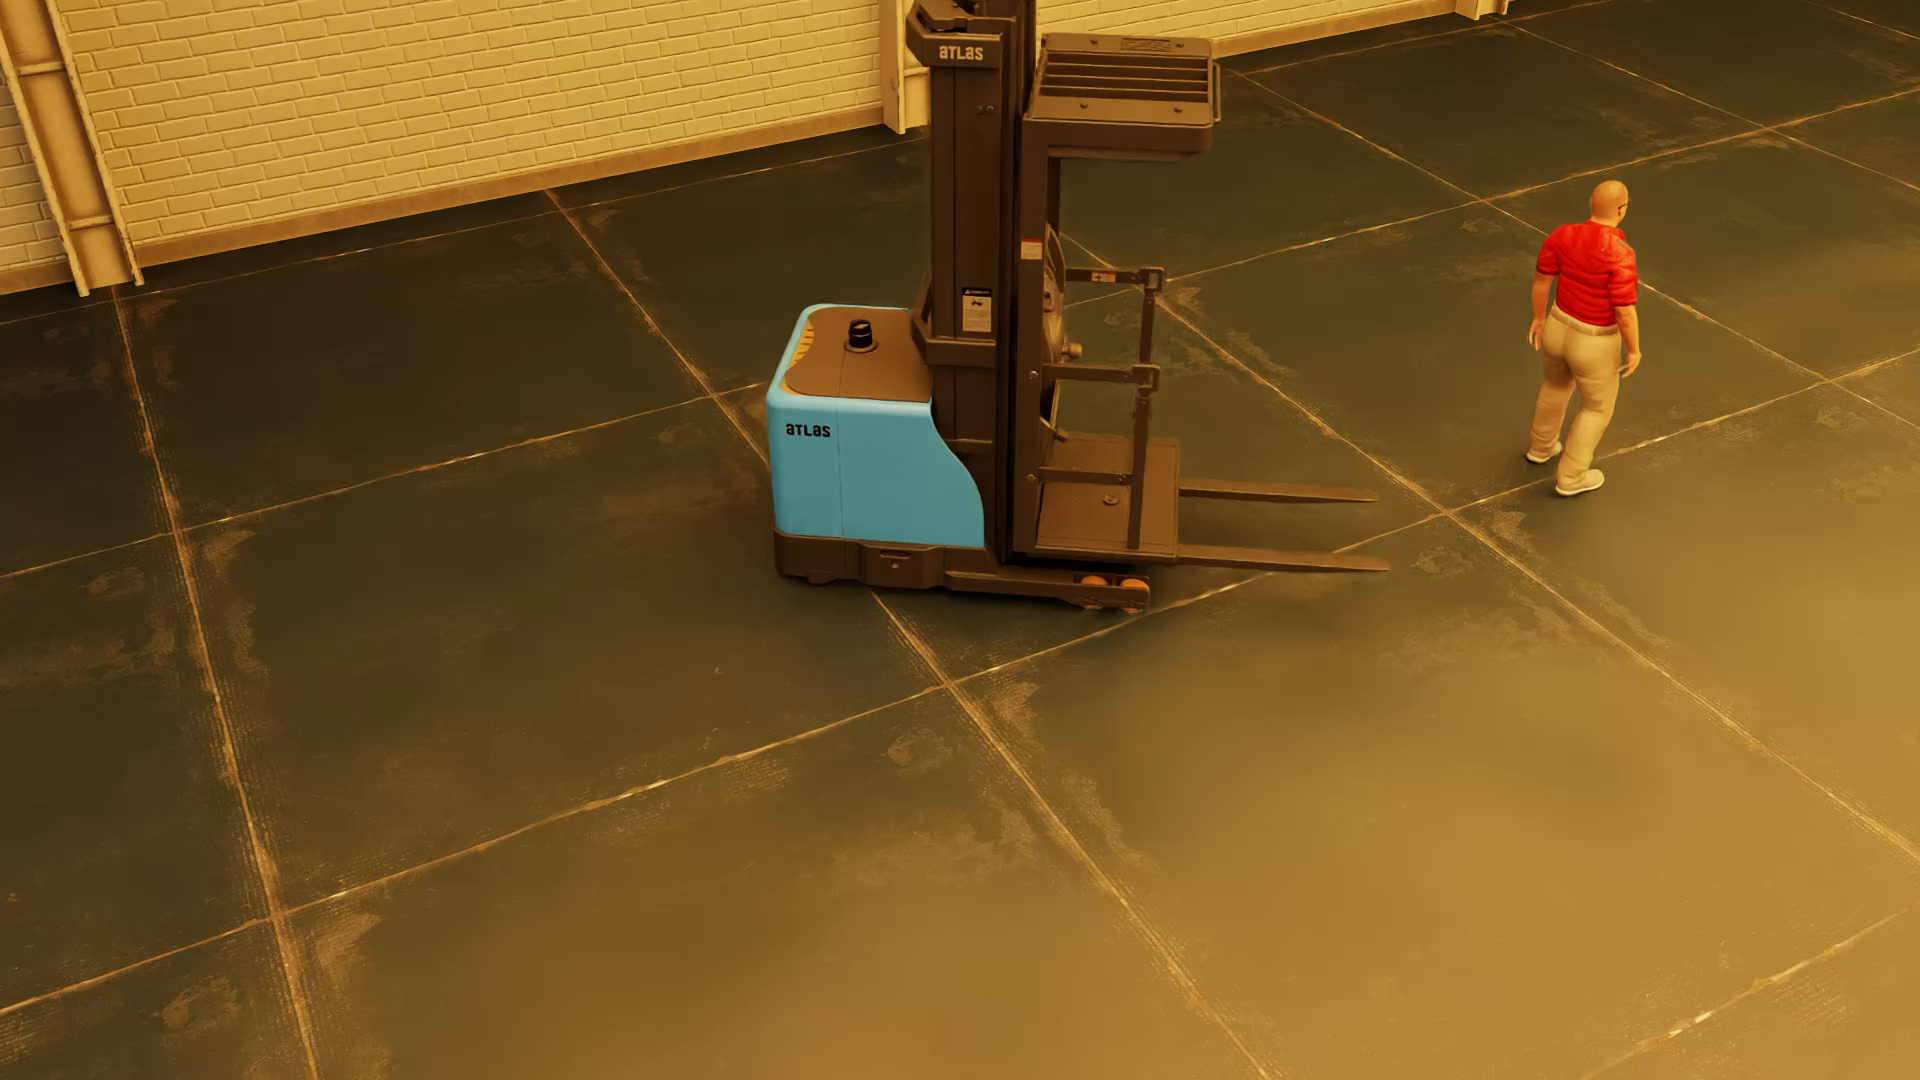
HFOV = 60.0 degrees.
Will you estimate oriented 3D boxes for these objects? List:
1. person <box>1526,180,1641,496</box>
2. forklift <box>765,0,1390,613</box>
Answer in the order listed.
[{"bbox_3d":[3.307,-1.060,8.702,0.490,1.759,0.619,-20,40,-26],"label":"person"},{"bbox_3d":[0.624,-1.166,7.772,3.031,2.935,1.130,4,35,5],"label":"forklift"}]
